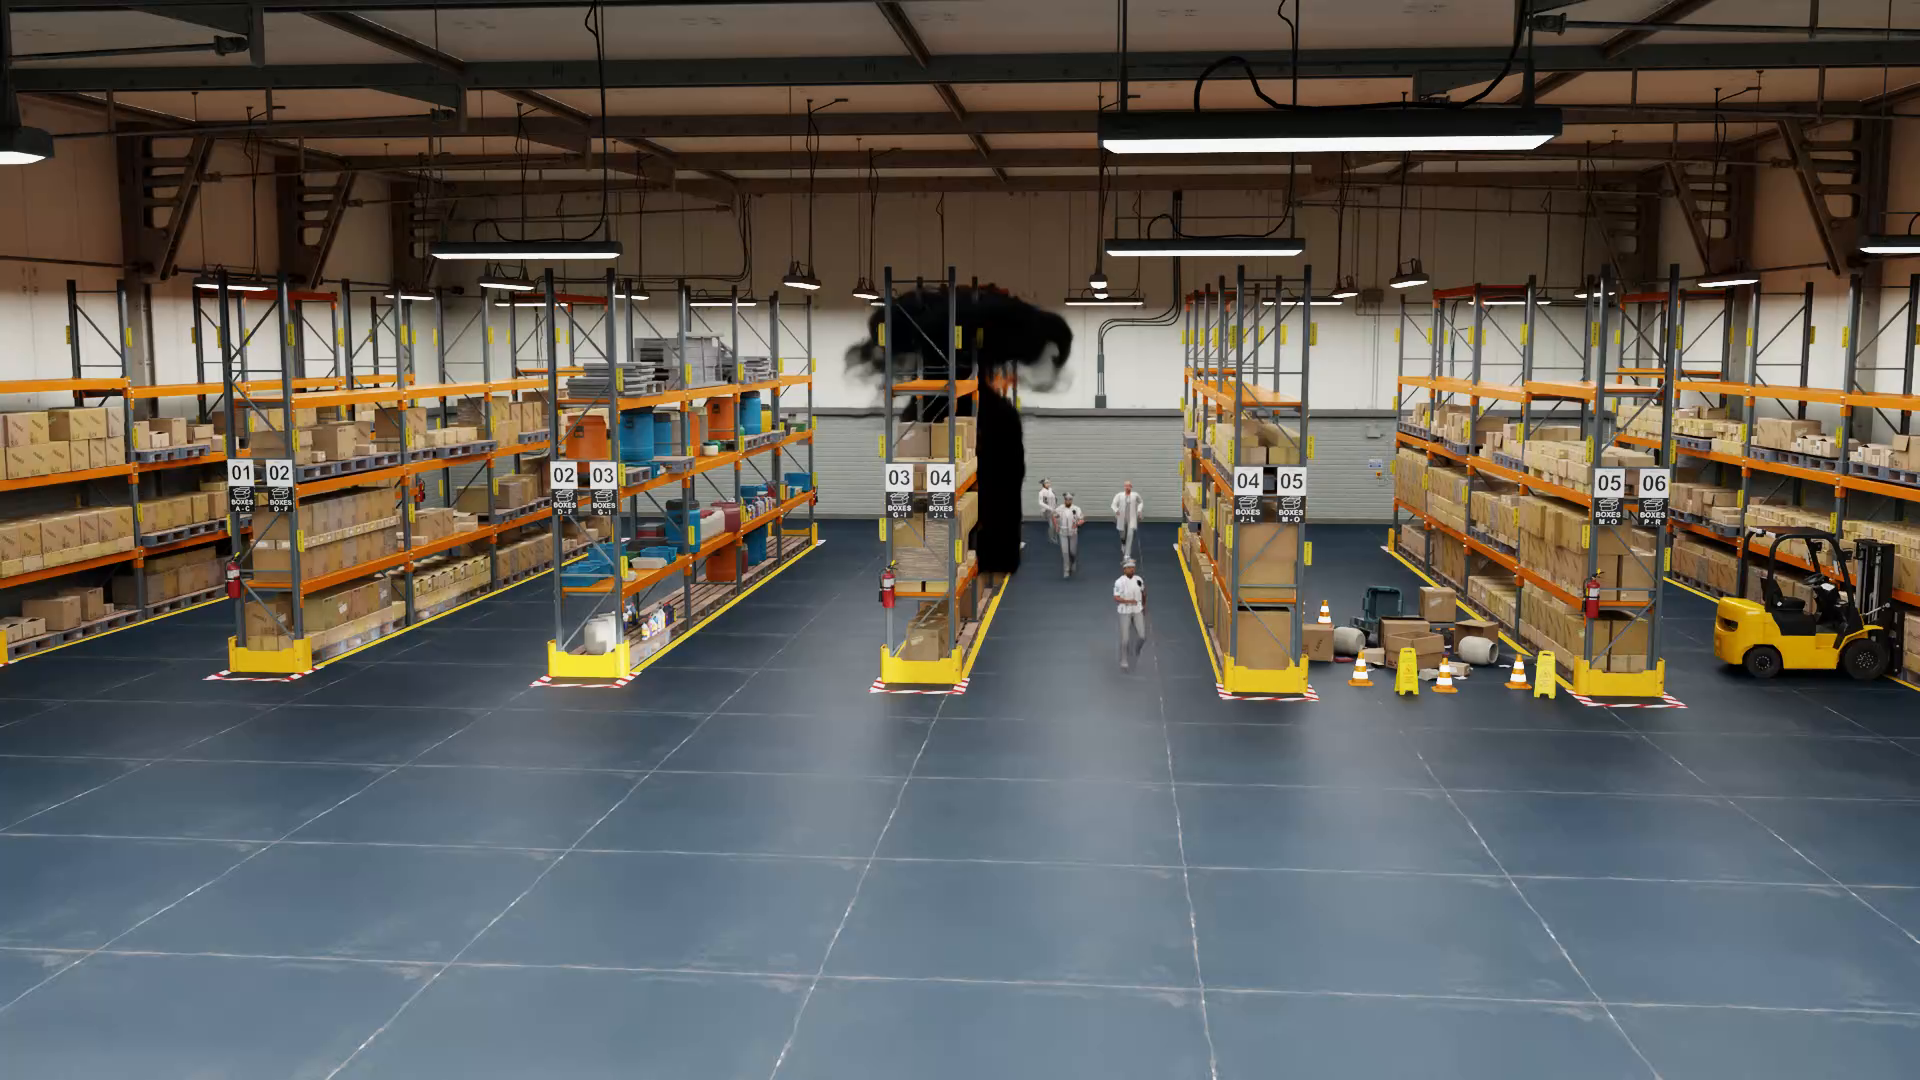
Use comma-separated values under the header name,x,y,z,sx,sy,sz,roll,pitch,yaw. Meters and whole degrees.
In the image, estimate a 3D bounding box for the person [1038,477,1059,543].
name,x,y,z,sx,sy,sz,roll,pitch,yaw
person,2.188,-0.715,40.421,0.626,1.623,0.547,-5,9,-37

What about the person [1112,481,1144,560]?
name,x,y,z,sx,sy,sz,roll,pitch,yaw
person,3.811,-0.461,37.816,0.724,1.760,0.967,1,7,6

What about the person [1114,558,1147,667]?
name,x,y,z,sx,sy,sz,roll,pitch,yaw
person,2.616,1.112,25.204,0.576,1.682,0.629,-2,7,-13

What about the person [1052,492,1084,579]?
name,x,y,z,sx,sy,sz,roll,pitch,yaw
person,2.274,-0.125,35.046,0.666,1.790,0.825,1,7,5
